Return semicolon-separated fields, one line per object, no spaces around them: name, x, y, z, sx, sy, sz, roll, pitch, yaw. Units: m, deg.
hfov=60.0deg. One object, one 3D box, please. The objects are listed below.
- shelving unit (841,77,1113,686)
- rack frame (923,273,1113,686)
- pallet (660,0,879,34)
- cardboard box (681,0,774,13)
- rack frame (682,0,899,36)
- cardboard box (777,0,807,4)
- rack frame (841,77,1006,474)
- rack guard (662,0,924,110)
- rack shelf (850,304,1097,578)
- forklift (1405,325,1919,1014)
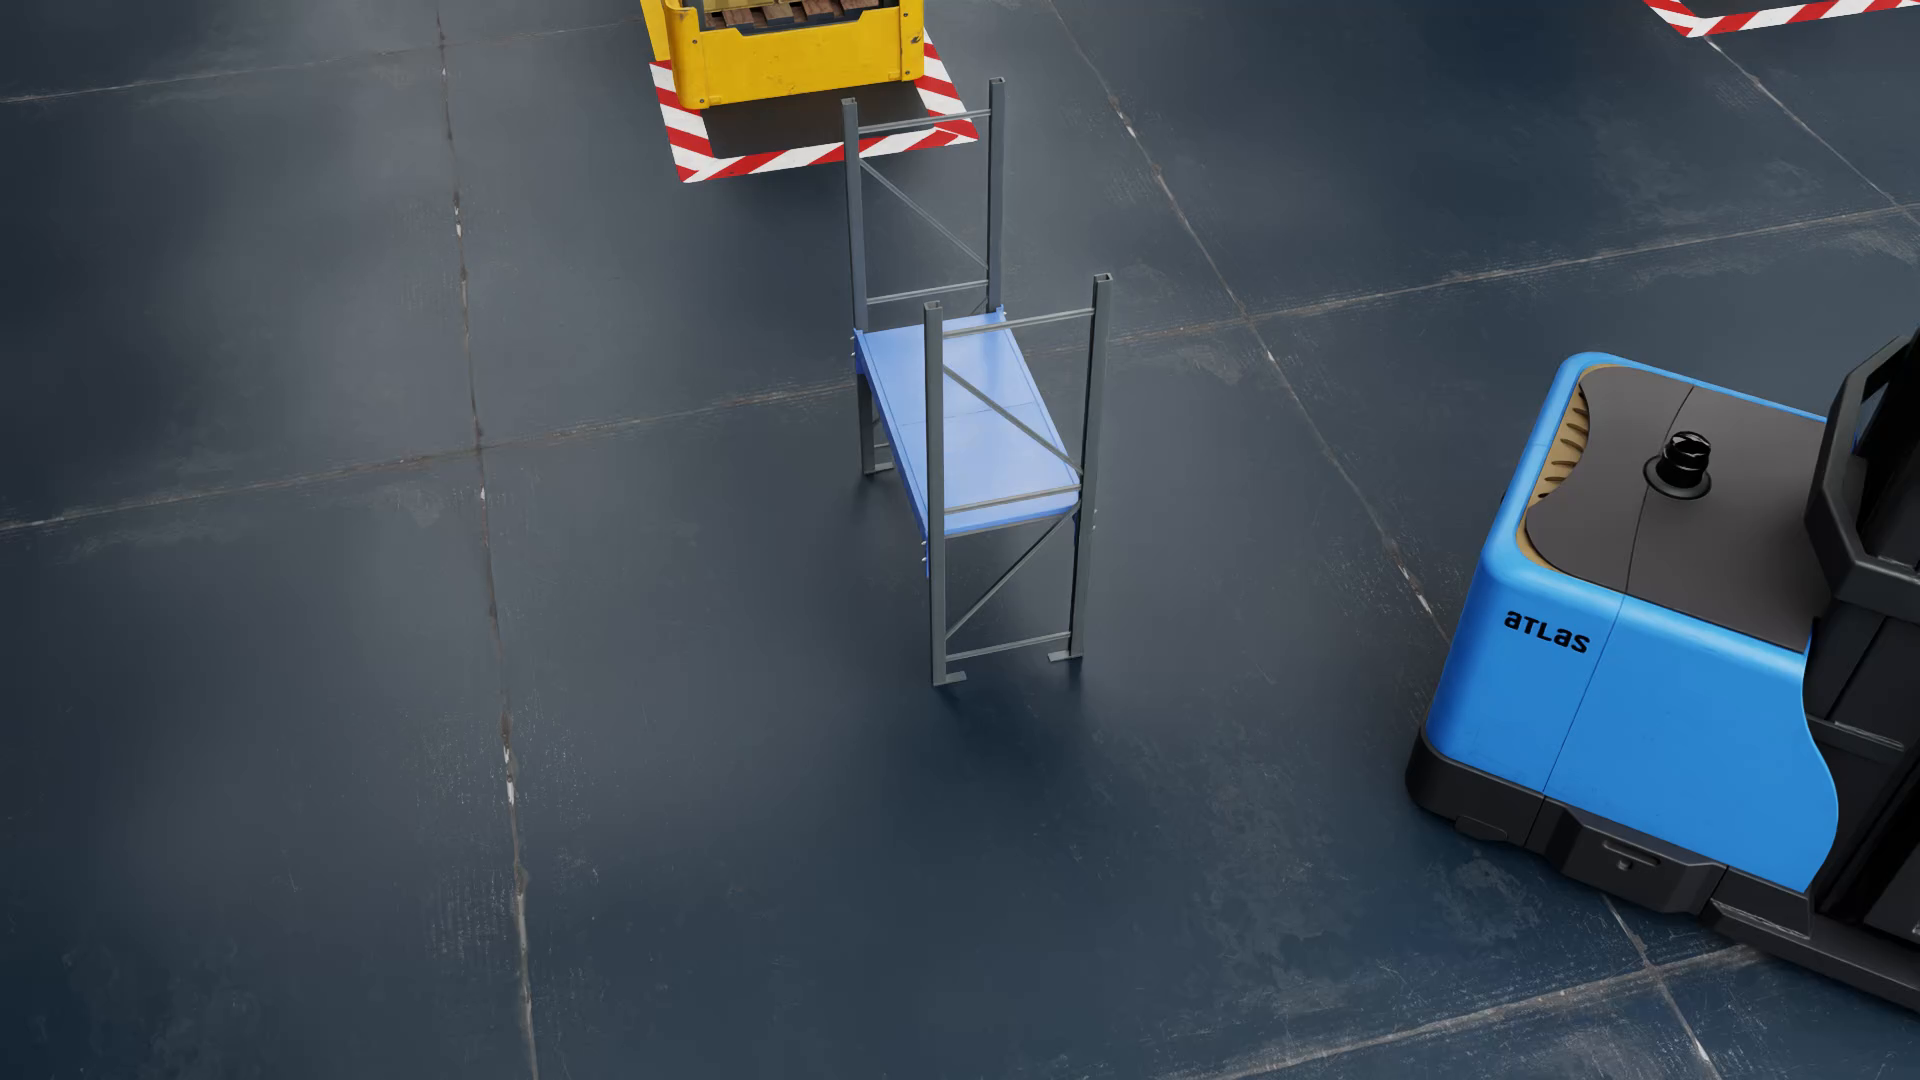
shelving unit;0.022;-0.466;5.157;0.538;1.500;1.048;-11;47;-10
rack frame;0.152;-0.115;4.813;0.500;1.500;0.032;-11;47;-10
pallet;-1.007;-2.820;8.366;1.003;0.211;1.213;-11;47;-10
cardboard box;-1.194;-2.776;8.002;0.500;0.250;0.500;-11;47;-10
rack frame;-0.771;-3.275;6.860;1.000;3.000;0.127;-11;47;-10
cardboard box;-0.693;-2.871;8.095;0.500;0.250;0.500;-11;47;-10
rack frame;-0.108;-0.817;5.501;0.500;1.500;0.032;-11;47;-10
rack guard;-0.765;-2.384;7.736;1.175;0.500;0.348;-11;47;-10
rack shelf;0.022;-0.340;5.285;0.538;0.185;1.000;-11;47;-10
forklift;2.869;-0.046;3.743;3.031;2.935;1.130;21;49;19
